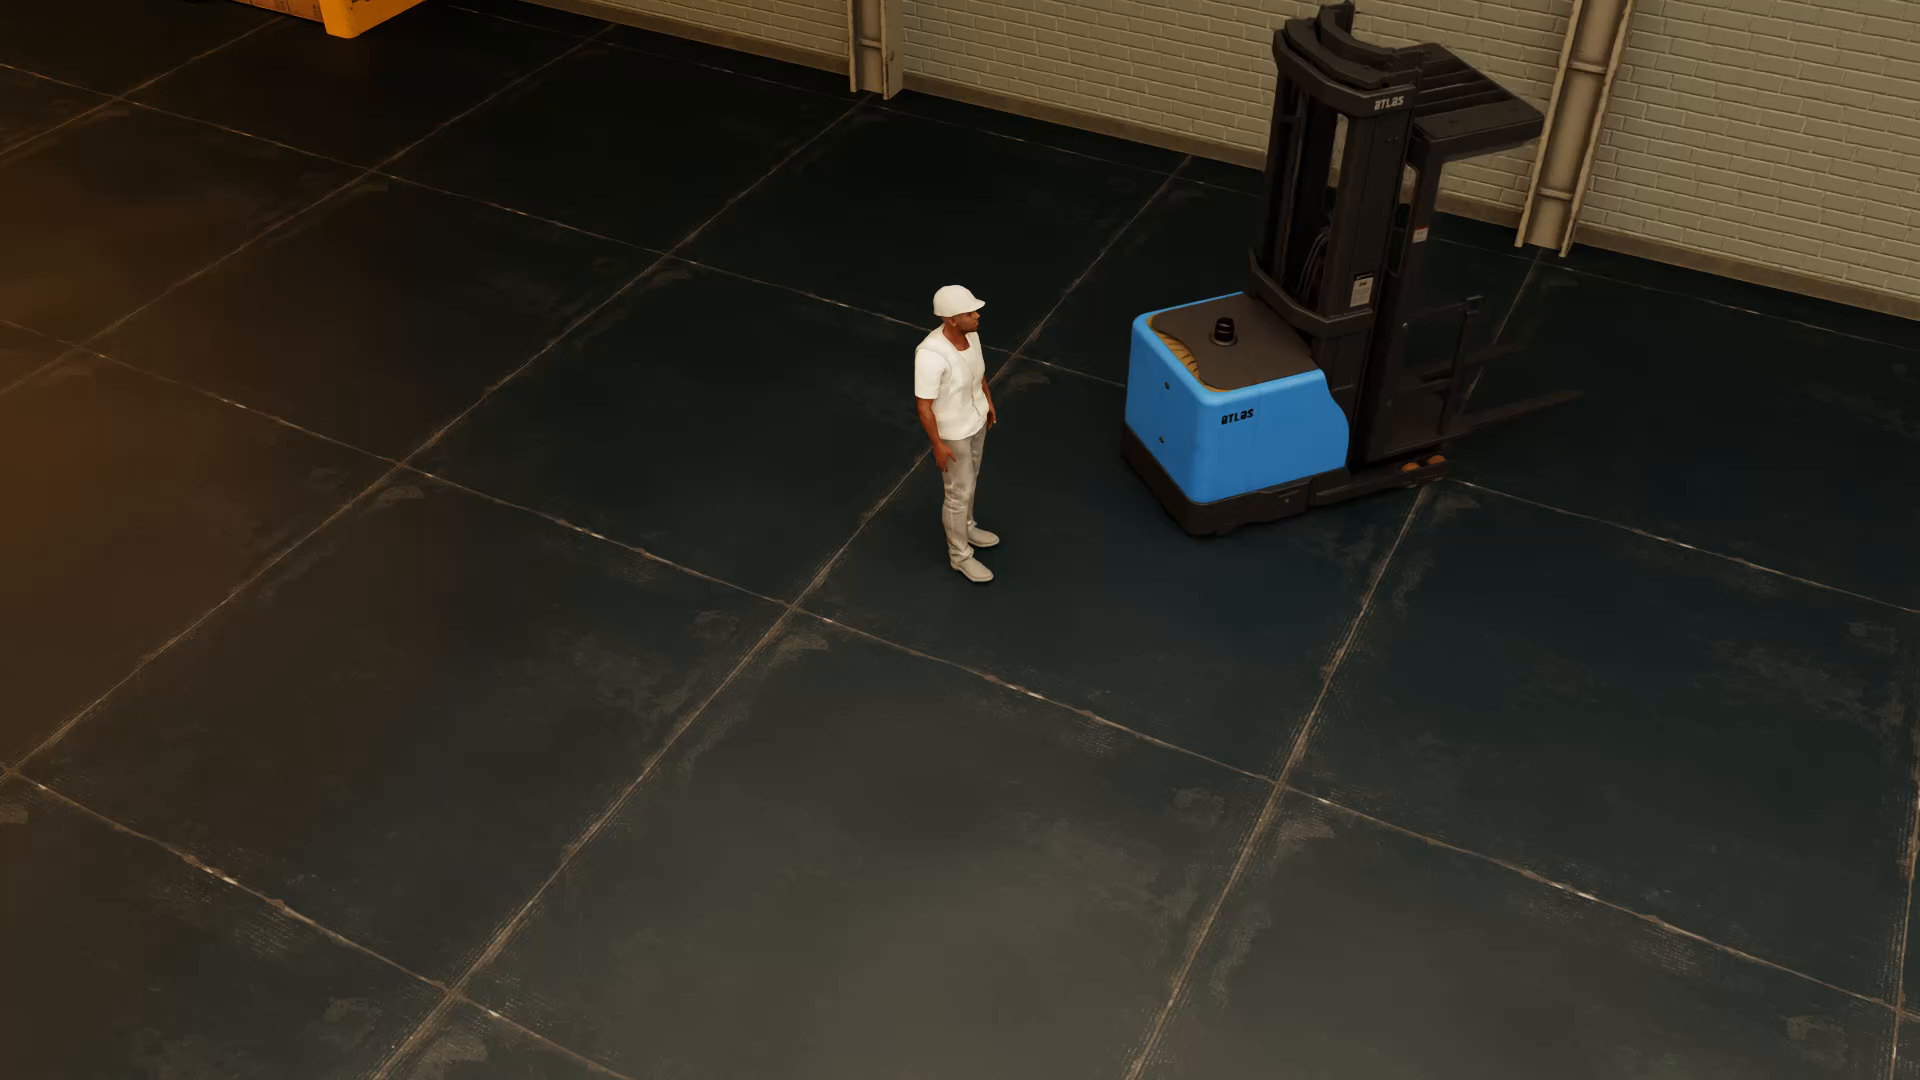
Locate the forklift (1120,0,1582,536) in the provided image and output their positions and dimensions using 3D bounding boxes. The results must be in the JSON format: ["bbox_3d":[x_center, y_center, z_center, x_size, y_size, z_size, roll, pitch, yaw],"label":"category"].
[{"bbox_3d":[2.615,-1.754,10.069,3.031,2.935,1.130,-15,42,-17],"label":"forklift"}]

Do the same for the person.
[{"bbox_3d":[0.058,-0.657,9.659,0.577,1.765,0.665,18,43,21],"label":"person"}]
